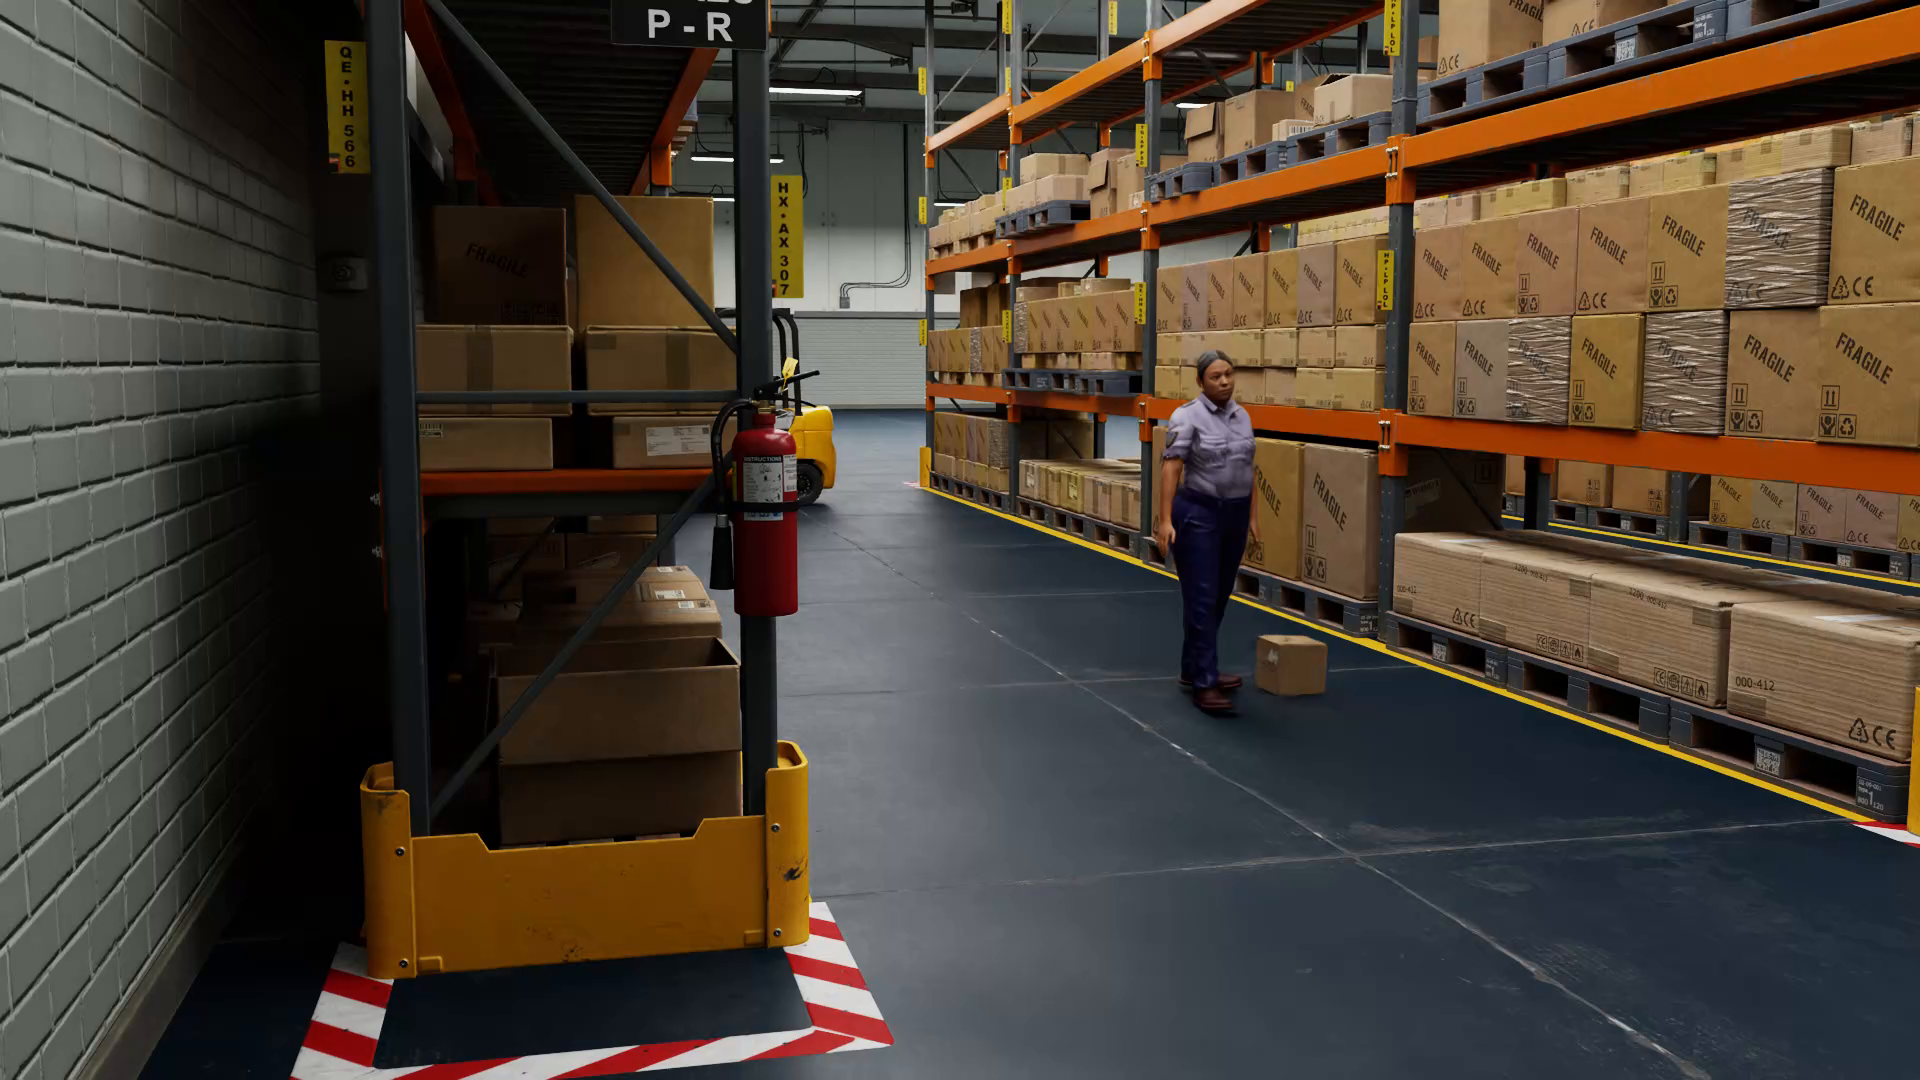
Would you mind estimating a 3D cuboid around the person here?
[{"bbox_3d":[1.177,-0.065,7.734,0.626,1.634,0.616,-5,8,-37],"label":"person"}]
